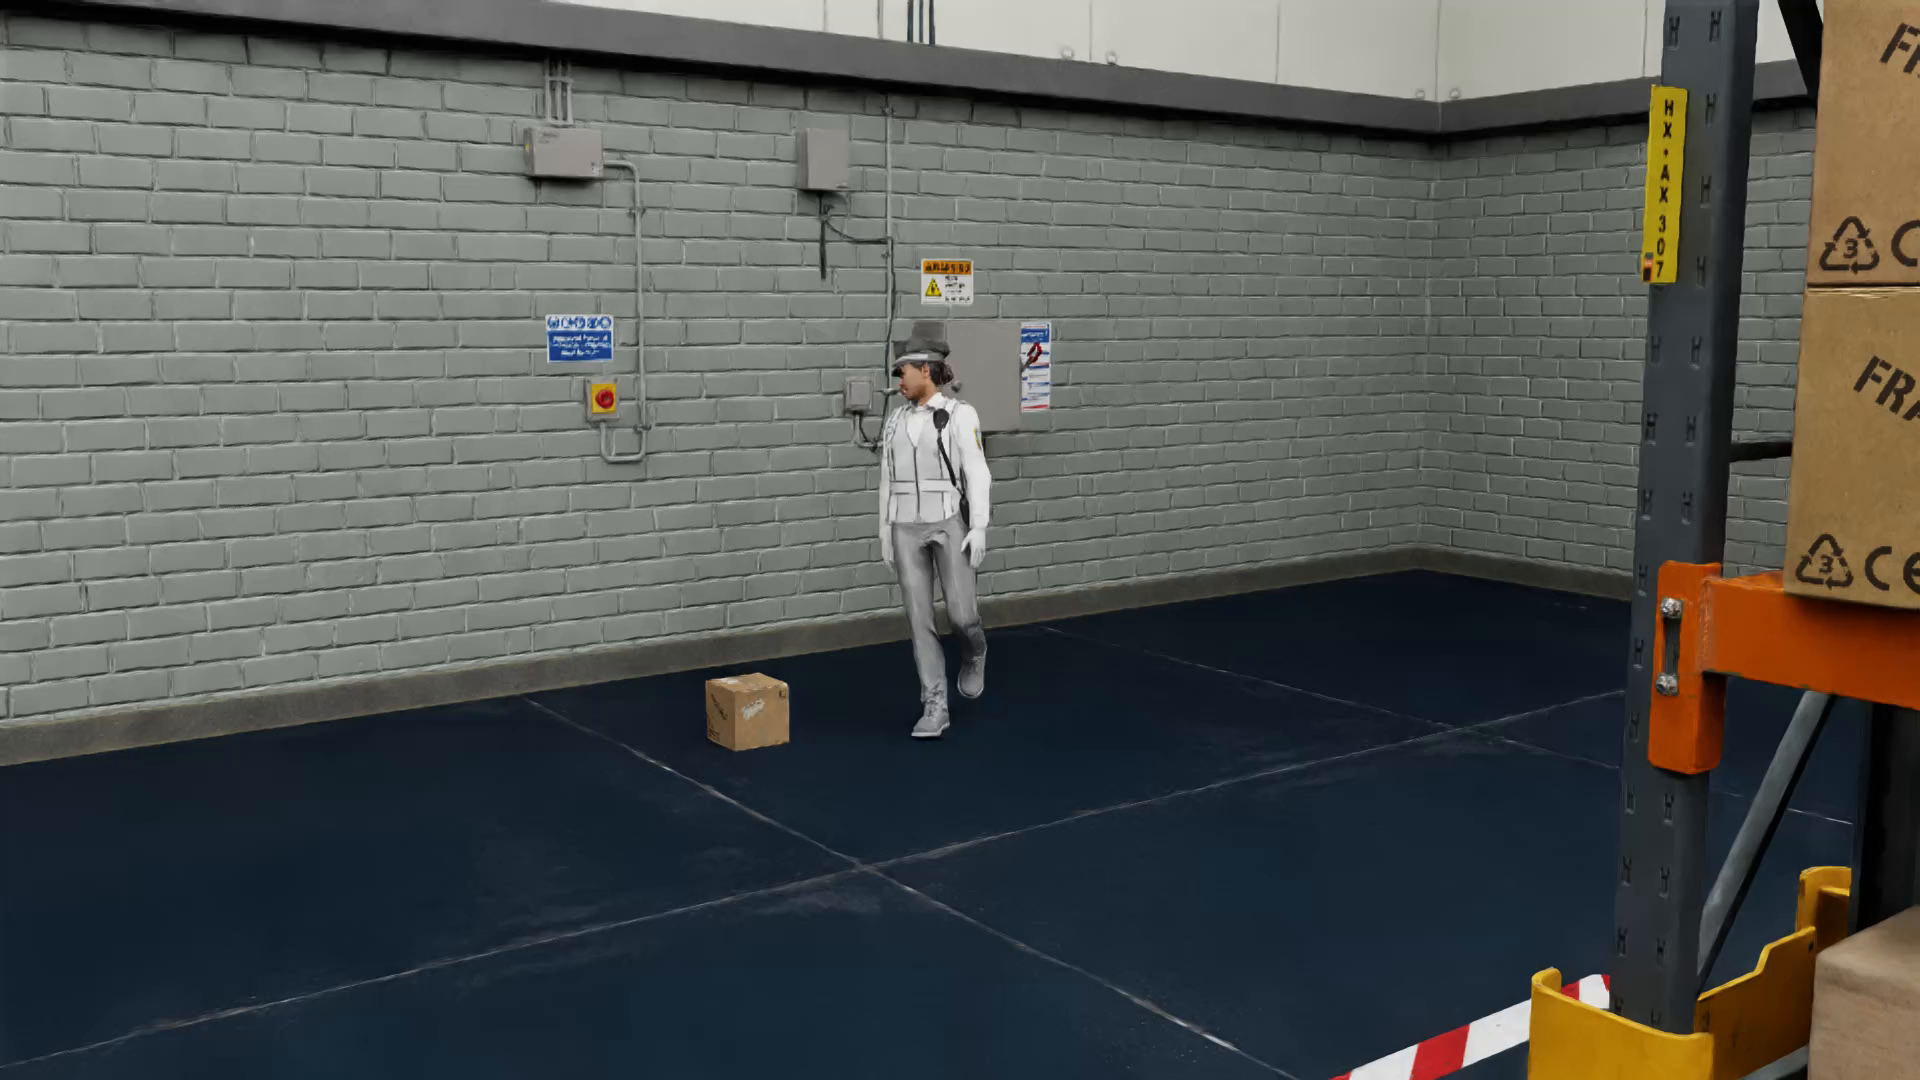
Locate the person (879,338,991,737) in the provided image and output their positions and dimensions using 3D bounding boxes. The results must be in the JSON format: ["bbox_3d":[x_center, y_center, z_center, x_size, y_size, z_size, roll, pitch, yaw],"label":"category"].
[{"bbox_3d":[-0.123,-0.029,7.056,0.544,1.641,0.657,3,8,21],"label":"person"}]
